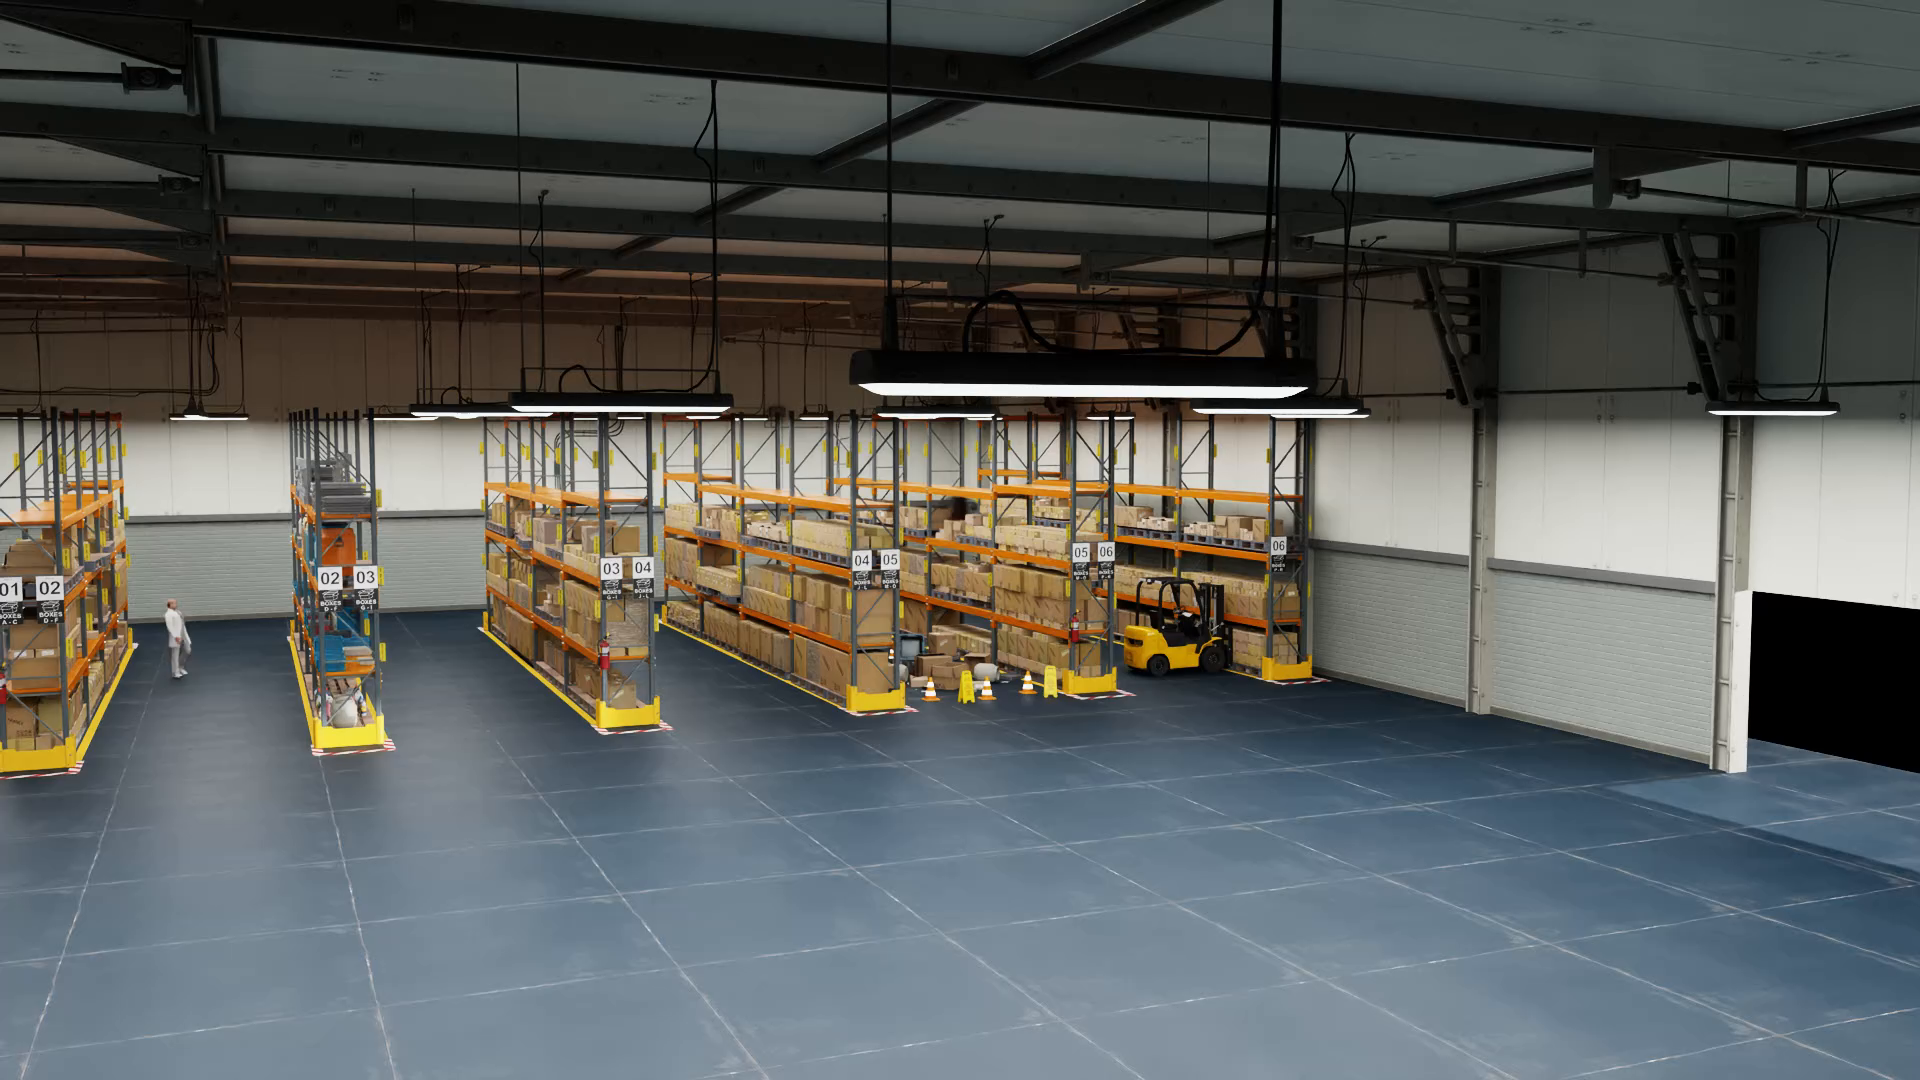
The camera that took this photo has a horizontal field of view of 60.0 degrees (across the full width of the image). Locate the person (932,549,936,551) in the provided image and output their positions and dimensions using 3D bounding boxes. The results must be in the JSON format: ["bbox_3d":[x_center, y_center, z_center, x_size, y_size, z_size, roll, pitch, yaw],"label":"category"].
[{"bbox_3d":[-0.817,1.122,53.018,0.587,1.704,1.041,-1,4,-12],"label":"person"}]

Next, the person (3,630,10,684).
[{"bbox_3d":[-20.233,2.420,35.150,0.452,1.667,0.526,-3,5,-34],"label":"person"}]

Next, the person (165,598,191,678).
[{"bbox_3d":[-17.704,2.204,37.601,0.596,1.777,0.639,2,4,21],"label":"person"}]

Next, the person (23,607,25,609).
[{"bbox_3d":[-22.605,2.079,40.227,0.441,1.672,0.492,-2,4,-22],"label":"person"}]

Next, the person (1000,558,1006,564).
[{"bbox_3d":[1.152,1.367,45.701,0.394,1.727,0.595,-2,4,-24],"label":"person"}]
